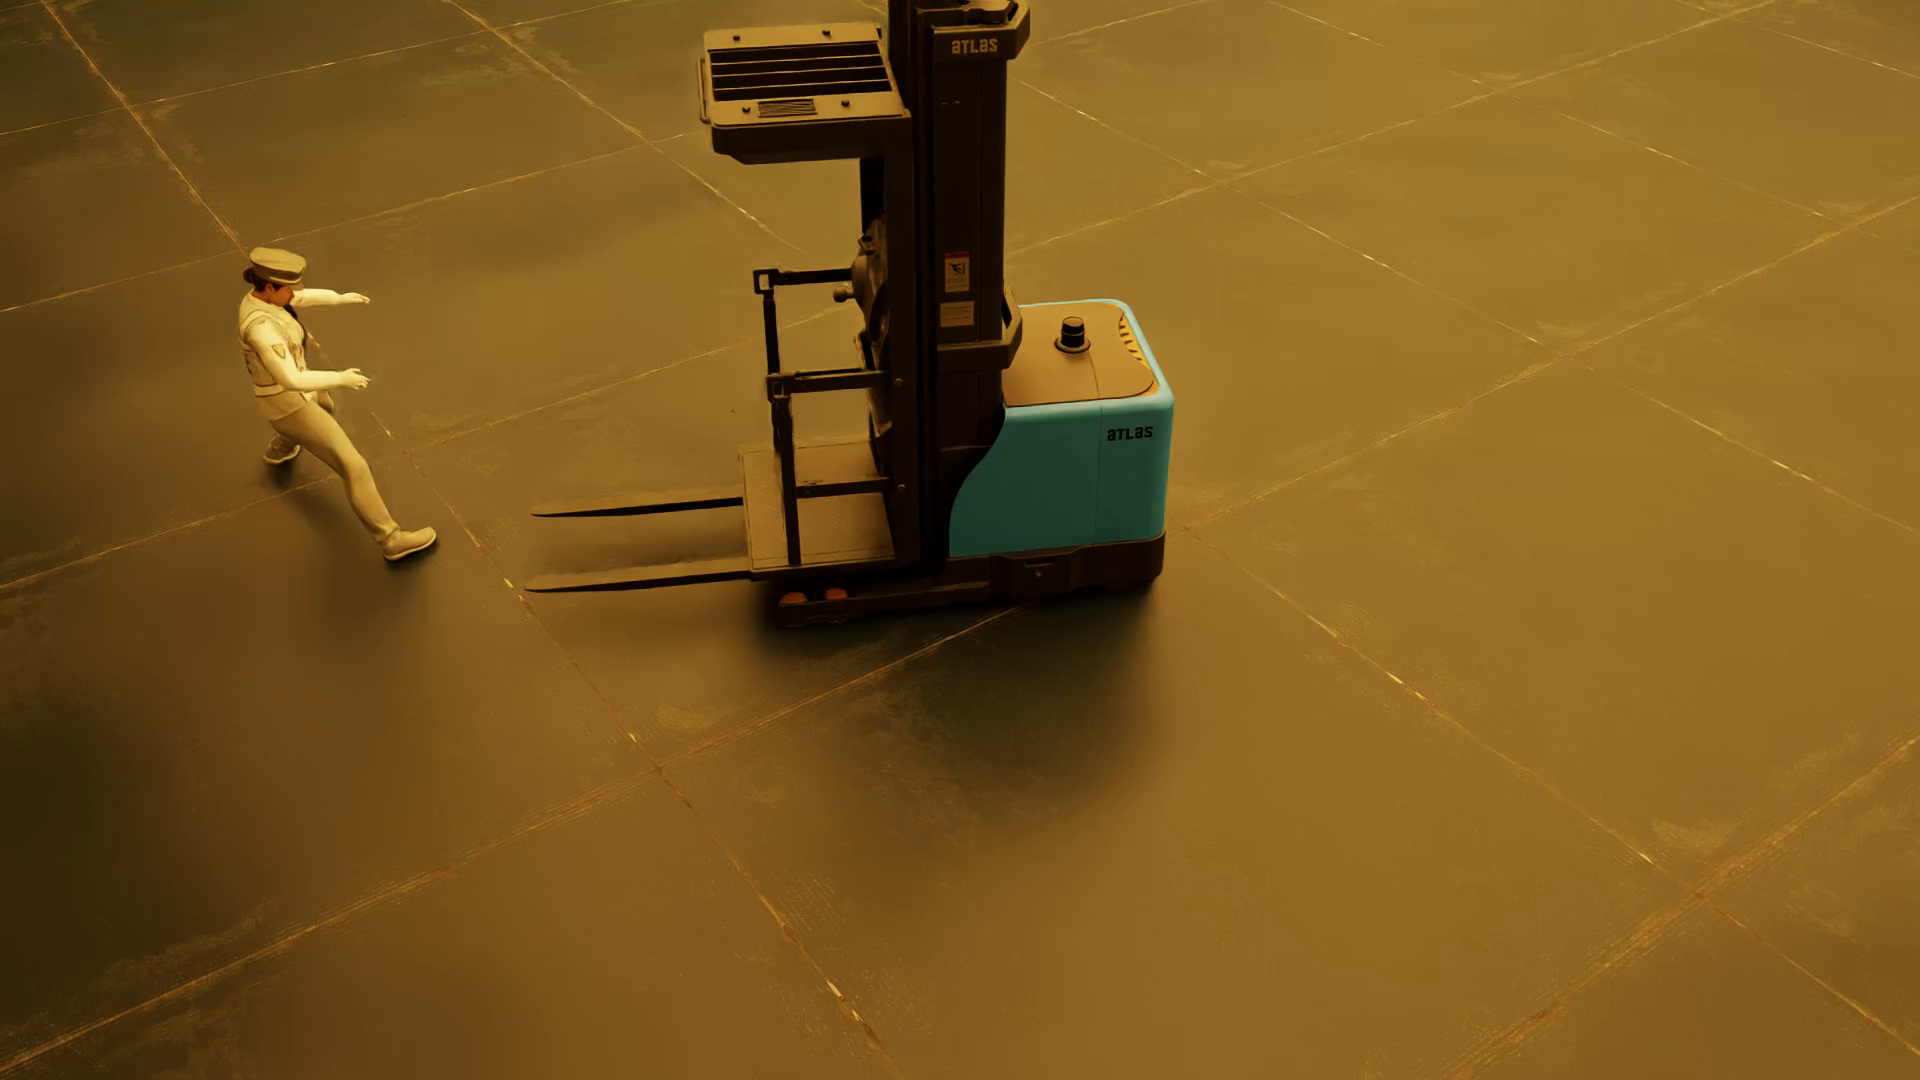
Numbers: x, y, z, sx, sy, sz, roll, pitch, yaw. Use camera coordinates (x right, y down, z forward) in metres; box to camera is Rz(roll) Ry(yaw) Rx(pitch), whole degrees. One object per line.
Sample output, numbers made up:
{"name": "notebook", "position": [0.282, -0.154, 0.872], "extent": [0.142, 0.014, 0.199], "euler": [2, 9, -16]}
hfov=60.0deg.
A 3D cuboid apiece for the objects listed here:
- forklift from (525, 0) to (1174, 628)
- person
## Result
{"name": "forklift", "position": [-0.578, -1.103, 7.437], "extent": [3.031, 2.935, 1.130], "euler": [-5, 37, -7]}
{"name": "person", "position": [-3.182, -0.791, 8.236], "extent": [0.795, 1.473, 1.243], "euler": [-12, 38, -16]}
